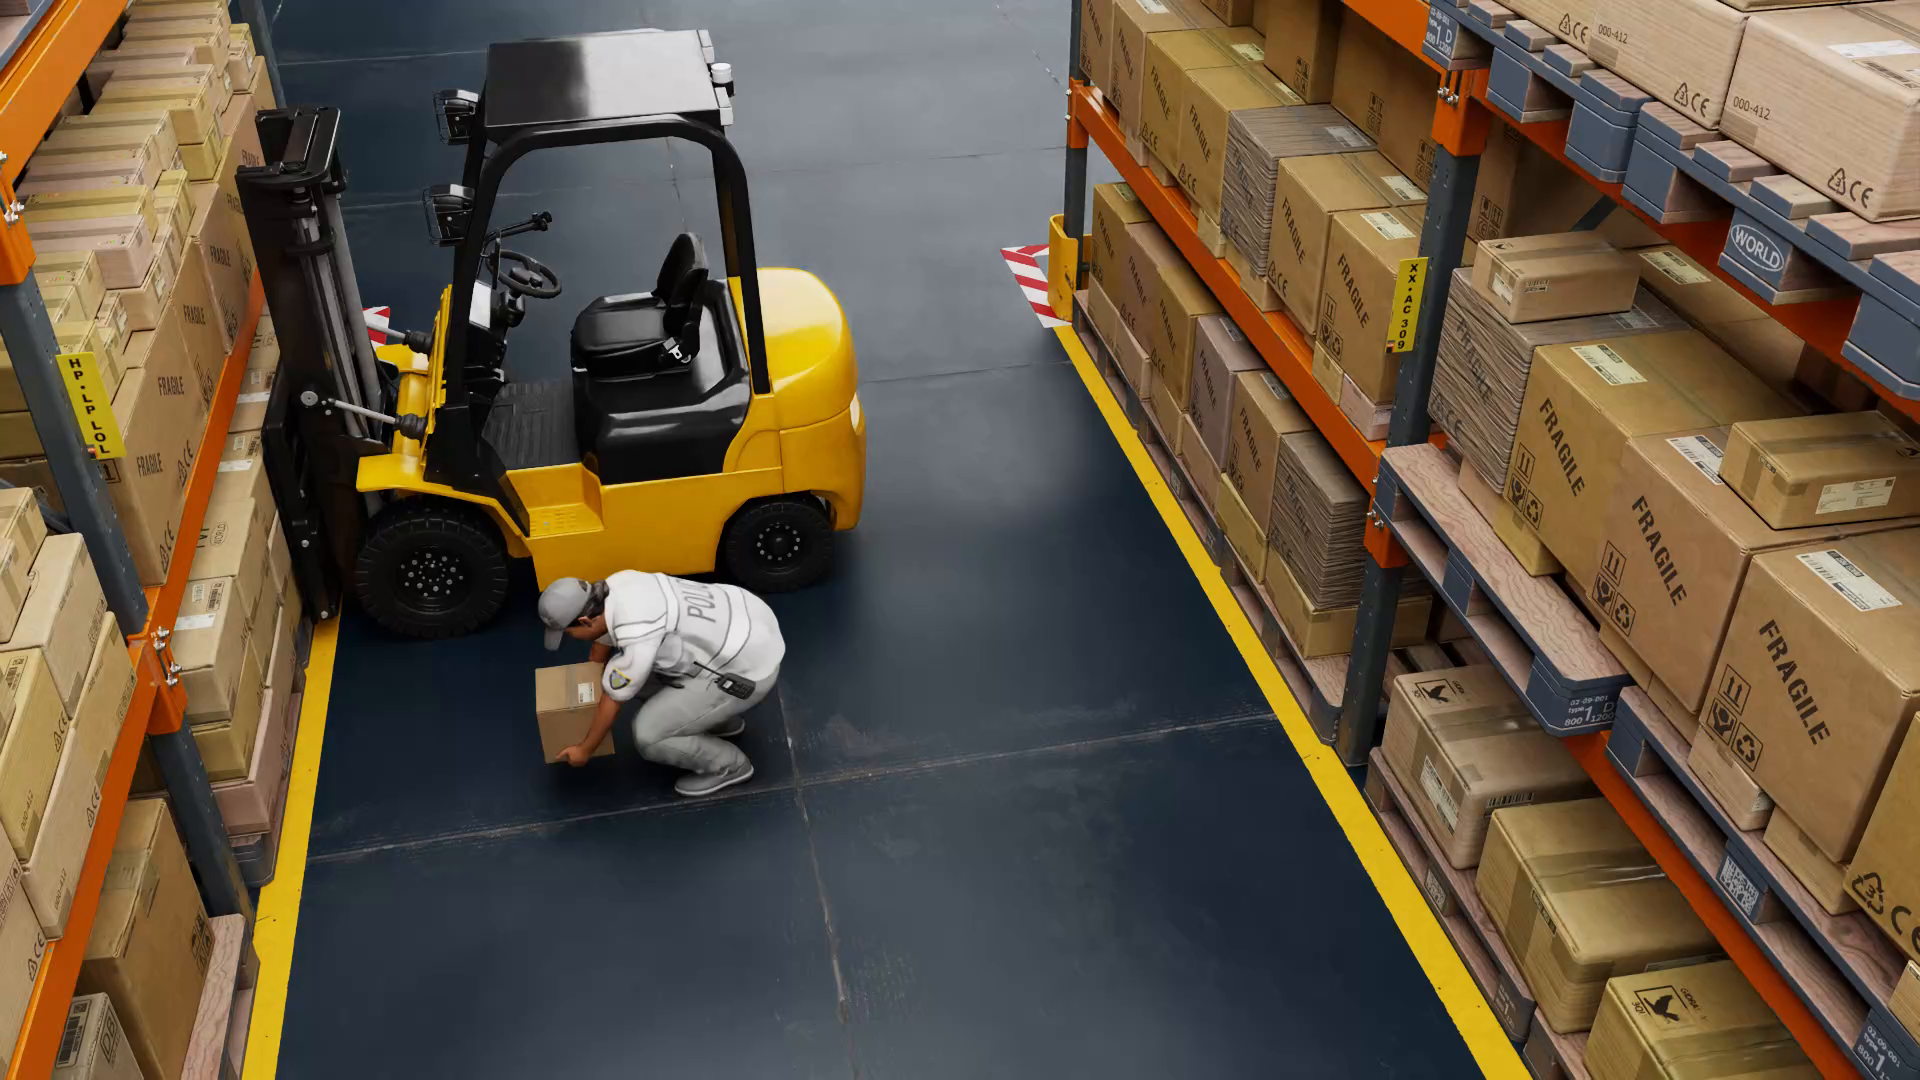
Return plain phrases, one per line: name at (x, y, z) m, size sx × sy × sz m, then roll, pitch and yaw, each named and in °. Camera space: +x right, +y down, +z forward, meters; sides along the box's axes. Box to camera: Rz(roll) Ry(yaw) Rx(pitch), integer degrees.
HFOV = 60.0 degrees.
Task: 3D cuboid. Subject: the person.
person at (-1.078, 0.471, 6.100) m, size 0.873 × 0.951 × 0.508 m, roll -8°, pitch 35°, yaw -12°
